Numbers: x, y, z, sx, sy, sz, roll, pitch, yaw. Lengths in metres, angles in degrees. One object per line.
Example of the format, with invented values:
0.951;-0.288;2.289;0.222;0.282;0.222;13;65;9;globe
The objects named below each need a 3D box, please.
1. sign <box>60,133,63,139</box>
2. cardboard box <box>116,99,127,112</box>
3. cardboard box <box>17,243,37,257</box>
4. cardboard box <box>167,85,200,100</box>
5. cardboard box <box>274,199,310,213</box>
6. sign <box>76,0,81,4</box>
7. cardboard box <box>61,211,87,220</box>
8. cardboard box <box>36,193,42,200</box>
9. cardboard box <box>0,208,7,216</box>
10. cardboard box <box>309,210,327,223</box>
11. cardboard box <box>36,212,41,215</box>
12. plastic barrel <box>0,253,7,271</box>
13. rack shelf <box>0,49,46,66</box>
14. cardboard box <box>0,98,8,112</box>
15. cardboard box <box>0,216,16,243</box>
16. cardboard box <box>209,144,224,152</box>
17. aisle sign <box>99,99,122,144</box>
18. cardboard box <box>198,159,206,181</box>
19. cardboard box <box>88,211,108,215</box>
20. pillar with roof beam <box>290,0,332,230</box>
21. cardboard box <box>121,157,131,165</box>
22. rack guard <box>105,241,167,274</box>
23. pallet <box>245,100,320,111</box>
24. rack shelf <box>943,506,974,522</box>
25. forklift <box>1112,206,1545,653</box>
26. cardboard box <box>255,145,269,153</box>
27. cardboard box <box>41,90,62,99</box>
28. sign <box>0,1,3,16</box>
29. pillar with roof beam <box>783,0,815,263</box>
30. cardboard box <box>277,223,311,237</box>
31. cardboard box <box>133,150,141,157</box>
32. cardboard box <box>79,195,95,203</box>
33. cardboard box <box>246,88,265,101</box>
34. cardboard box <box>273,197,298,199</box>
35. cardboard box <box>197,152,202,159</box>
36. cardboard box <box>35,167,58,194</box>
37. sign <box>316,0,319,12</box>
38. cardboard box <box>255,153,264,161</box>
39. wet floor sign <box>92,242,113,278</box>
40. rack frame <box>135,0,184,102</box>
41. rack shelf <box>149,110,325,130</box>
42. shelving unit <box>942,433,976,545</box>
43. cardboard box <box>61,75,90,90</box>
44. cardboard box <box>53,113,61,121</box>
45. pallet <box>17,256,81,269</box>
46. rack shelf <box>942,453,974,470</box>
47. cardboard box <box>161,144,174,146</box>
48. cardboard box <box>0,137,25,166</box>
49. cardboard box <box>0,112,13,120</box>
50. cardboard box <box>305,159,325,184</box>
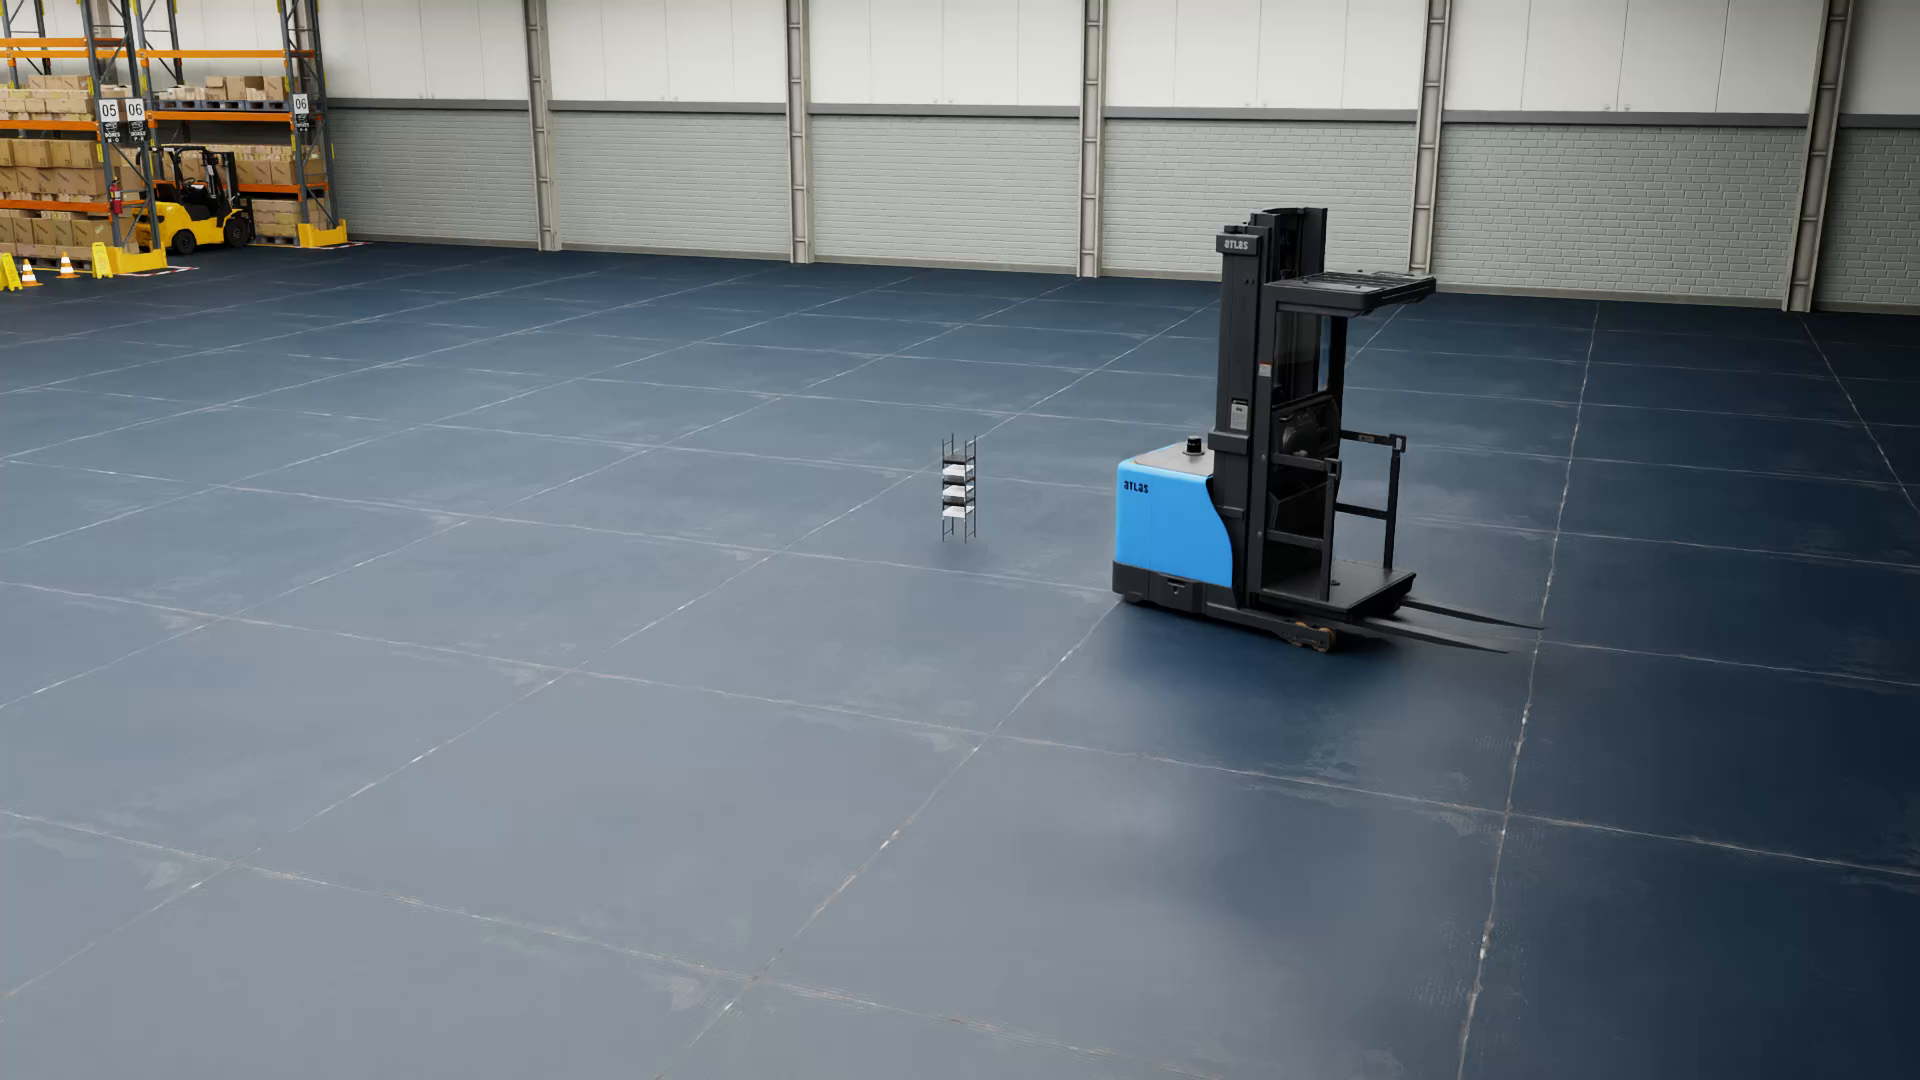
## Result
-21.242;-9.458;39.297;0.005;0.325;0.100;6;17;21;sign
-16.189;-8.284;31.683;0.500;0.250;0.500;6;17;20;cardboard box
-18.095;-5.707;32.629;0.500;0.250;0.500;6;17;20;cardboard box
-17.037;-9.848;36.563;0.500;0.311;0.500;7;17;22;cardboard box
-14.544;-7.267;36.211;0.500;0.250;0.500;7;18;22;cardboard box
-16.041;-9.916;30.229;0.005;0.325;0.100;6;17;21;sign
-17.026;-6.239;31.955;0.250;0.149;0.380;7;18;22;cardboard box
-17.660;-6.675;32.238;0.250;0.149;0.380;6;17;21;cardboard box
-18.996;-6.455;32.699;0.250;0.149;0.380;7;17;21;cardboard box
-14.362;-7.163;36.749;0.500;0.250;0.500;7;17;22;cardboard box
-18.417;-6.260;33.190;0.500;0.500;0.500;7;17;22;cardboard box
-18.296;-5.233;31.441;0.512;0.421;0.421;-9;18;-27;plastic barrel
-23.303;-11.306;38.986;4.000;0.370;1.077;6;17;21;rack shelf
-18.286;-8.351;31.916;0.500;0.250;0.500;6;17;21;cardboard box
-18.587;-6.120;32.709;0.500;0.500;0.500;7;18;23;cardboard box
-16.307;-8.630;36.645;0.250;0.149;0.380;6;17;20;cardboard box
-15.867;-7.819;31.063;0.004;0.787;0.394;6;17;21;aisle sign
-16.443;-8.183;36.802;0.500;0.500;0.500;6;17;20;cardboard box
-19.630;-7.618;38.541;0.625;0.625;0.875;6;17;18;cardboard box
-15.897;-10.009;32.510;0.400;9.000;9.100;6;17;21;pillar with roof beam
-18.754;-8.552;37.622;0.500;0.250;0.500;6;17;19;cardboard box
-15.889;-5.459;32.082;0.348;0.500;1.175;6;17;21;rack guard
-14.649;-9.417;36.009;1.213;0.211;1.003;6;17;21;pallet
-0.008;-0.228;14.111;0.200;0.077;0.258;6;17;21;rack shelf
2.614;-0.799;11.668;3.031;2.935;1.130;13;21;38;forklift
-15.110;-8.506;36.216;0.250;0.149;0.380;6;17;21;cardboard box
-17.153;-8.437;31.494;0.250;0.149;0.380;6;17;21;cardboard box
-21.633;-11.984;37.495;0.005;0.325;0.100;6;17;21;sign
-4.734;-8.782;28.282;0.400;9.000;9.100;6;17;21;pillar with roof beam
-14.554;-6.787;36.350;0.500;0.250;0.500;6;17;21;cardboard box
-18.368;-8.707;37.444;0.250;0.149;0.380;6;17;20;cardboard box
-16.521;-6.511;31.672;0.250;0.149;0.380;6;17;20;cardboard box
-15.119;-9.597;35.780;0.258;0.266;0.396;6;17;21;cardboard box
-14.845;-7.449;36.839;0.500;0.250;0.500;6;17;21;cardboard box
-16.582;-8.490;36.696;0.250;0.149;0.380;6;17;20;cardboard box
-17.353;-6.931;31.956;0.500;0.500;0.500;6;17;20;cardboard box
-13.791;-11.489;35.647;0.005;0.325;0.100;6;17;21;sign
-15.120;-8.351;36.217;0.250;0.149;0.380;6;17;20;cardboard box
-16.034;-5.224;31.012;0.232;0.644;0.267;14;21;40;wet floor sign
-17.722;-11.230;36.715;0.127;3.000;1.000;6;17;21;rack frame
-15.861;-9.239;36.529;4.000;0.370;1.077;6;17;21;rack shelf
-0.008;-0.433;14.051;0.210;0.900;0.258;6;17;21;shelving unit
-19.912;-10.255;37.625;0.500;0.500;0.500;7;17;22;cardboard box
-16.942;-8.032;31.530;0.250;0.149;0.380;6;17;21;cardboard box
-17.763;-5.538;32.871;1.213;0.211;1.003;6;17;21;pallet
-0.008;-0.660;13.985;0.200;0.077;0.258;6;17;21;rack shelf
-17.534;-8.742;37.028;0.250;0.149;0.380;7;17;22;cardboard box
-18.286;-7.515;32.172;0.500;0.500;0.700;6;17;19;cardboard box
-18.173;-8.131;31.871;0.250;0.149;0.380;6;17;20;cardboard box
-14.360;-8.110;36.551;0.500;0.500;0.500;7;18;22;cardboard box
